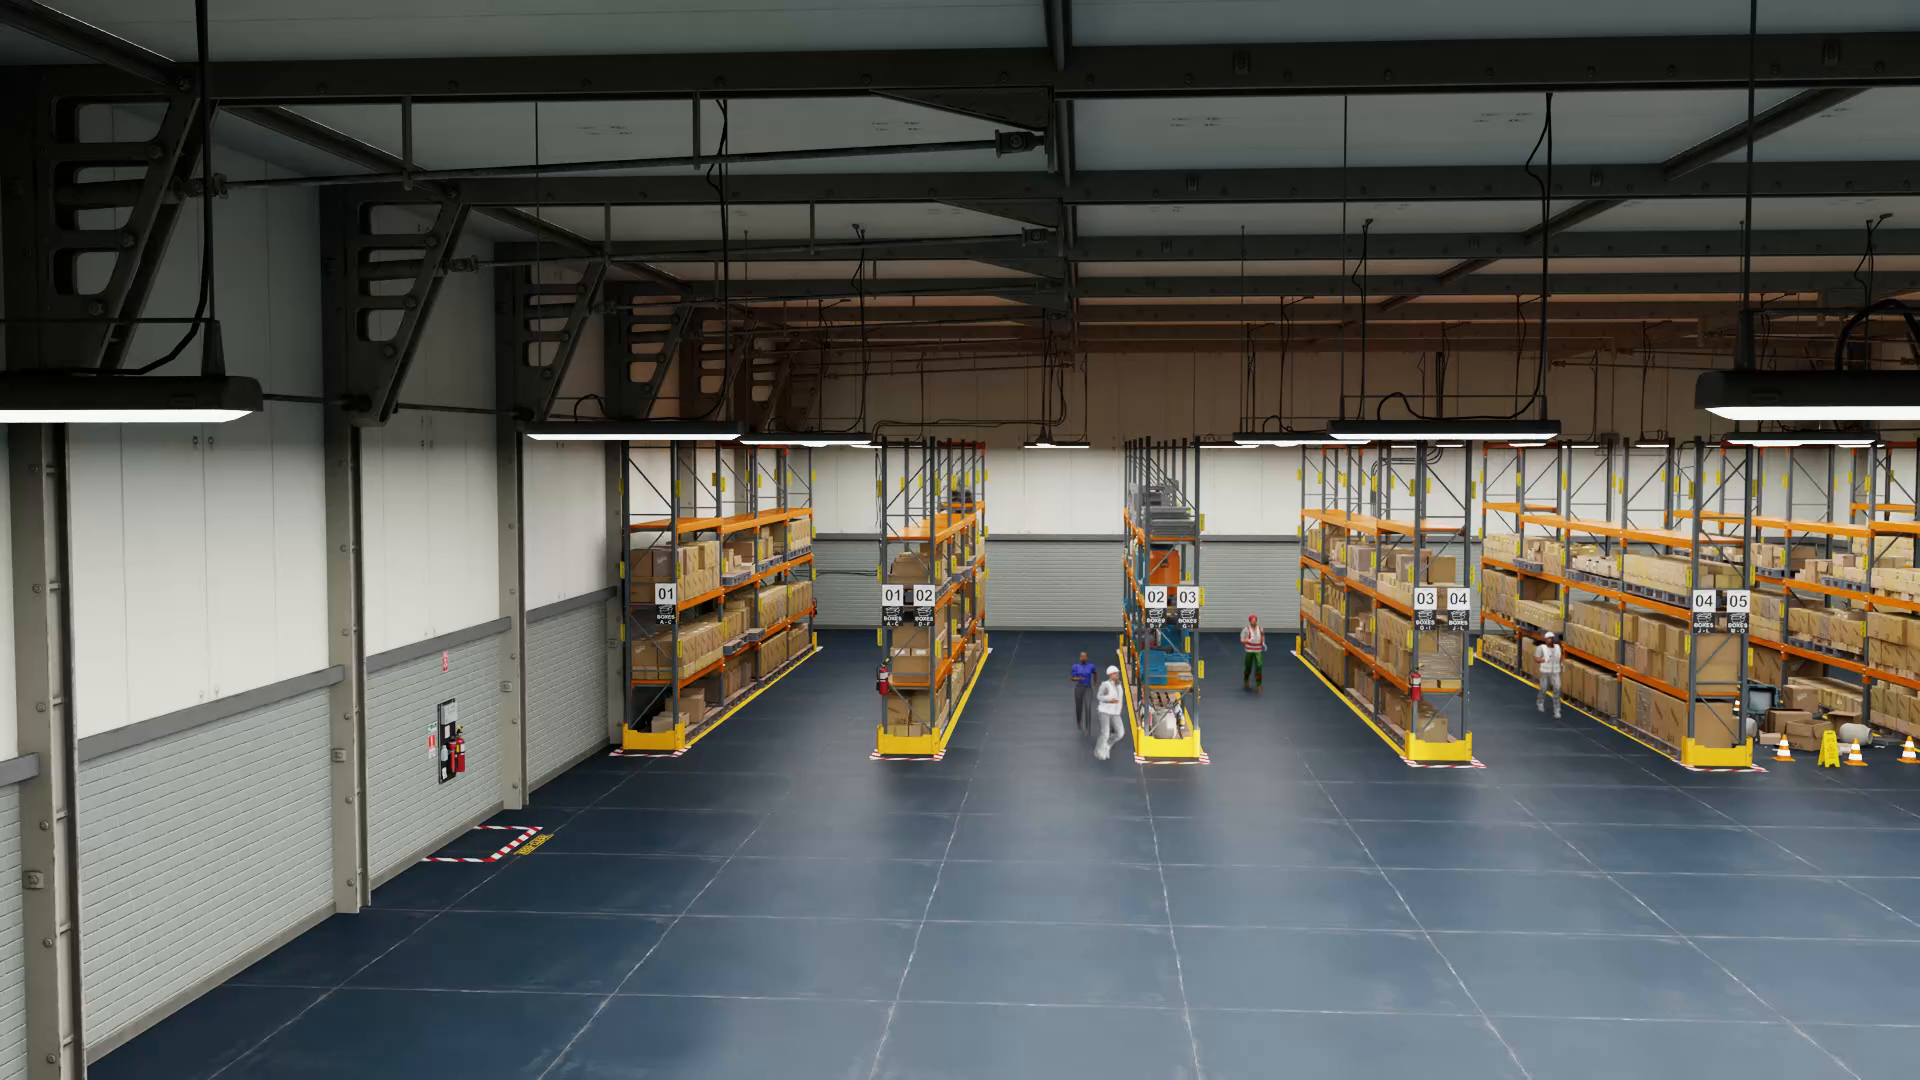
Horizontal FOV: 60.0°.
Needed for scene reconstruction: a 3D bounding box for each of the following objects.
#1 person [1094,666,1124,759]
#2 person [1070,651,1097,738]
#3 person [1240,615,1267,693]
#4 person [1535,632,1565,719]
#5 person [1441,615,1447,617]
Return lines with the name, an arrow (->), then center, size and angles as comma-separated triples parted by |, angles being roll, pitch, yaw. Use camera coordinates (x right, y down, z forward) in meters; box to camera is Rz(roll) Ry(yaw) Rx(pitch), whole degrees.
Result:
person -> 2.840, 3.206, 30.823 | 0.669, 1.740, 0.641 | -2, 4, -34
person -> 2.501, 3.084, 33.612 | 0.559, 1.692, 0.856 | 0, 3, 3
person -> 6.992, 2.684, 39.628 | 0.656, 1.808, 0.927 | 0, 3, -3
person -> 12.745, 2.888, 35.930 | 0.672, 1.814, 0.903 | 0, 3, 3
person -> 13.386, 2.371, 46.905 | 0.678, 1.758, 0.771 | -3, 4, -43
